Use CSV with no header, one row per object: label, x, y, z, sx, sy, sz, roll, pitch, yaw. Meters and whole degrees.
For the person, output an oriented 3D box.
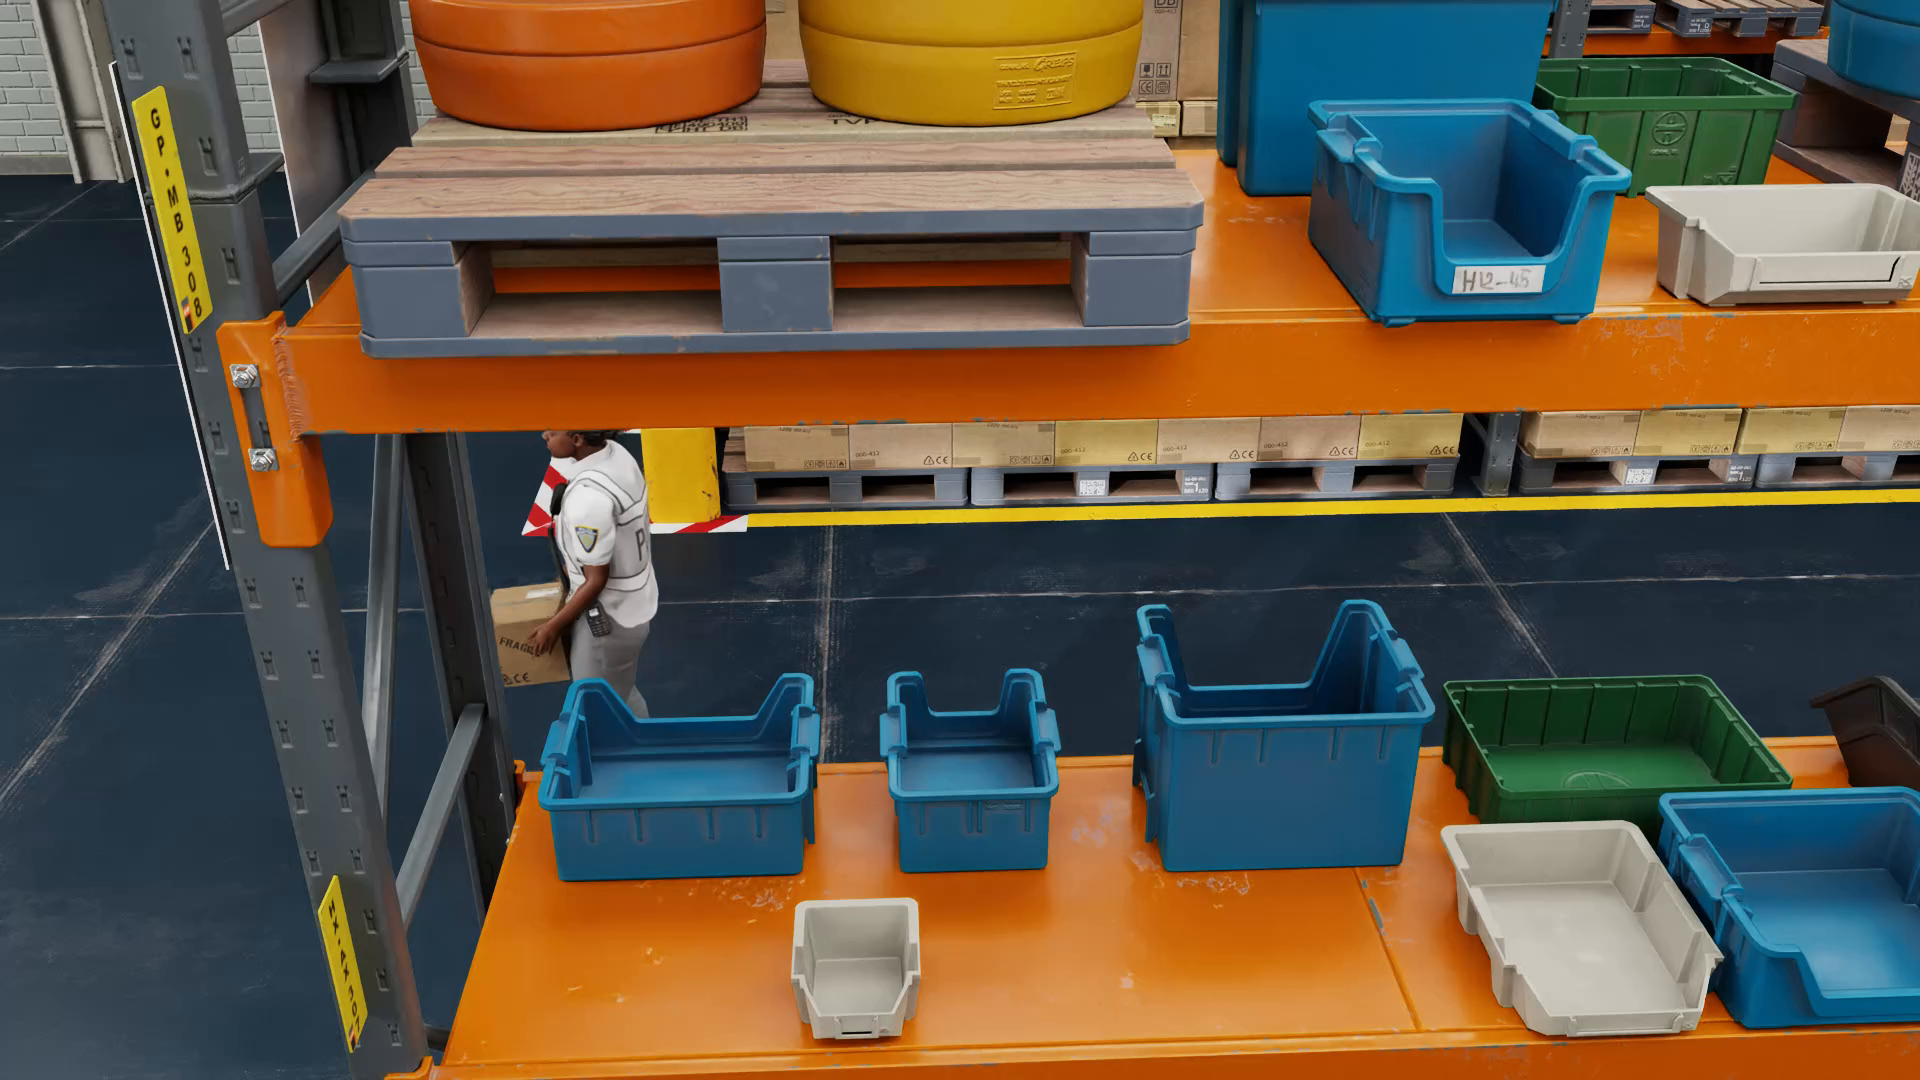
person,-1.230,0.242,5.635,0.415,1.682,0.481,-2,28,-3
